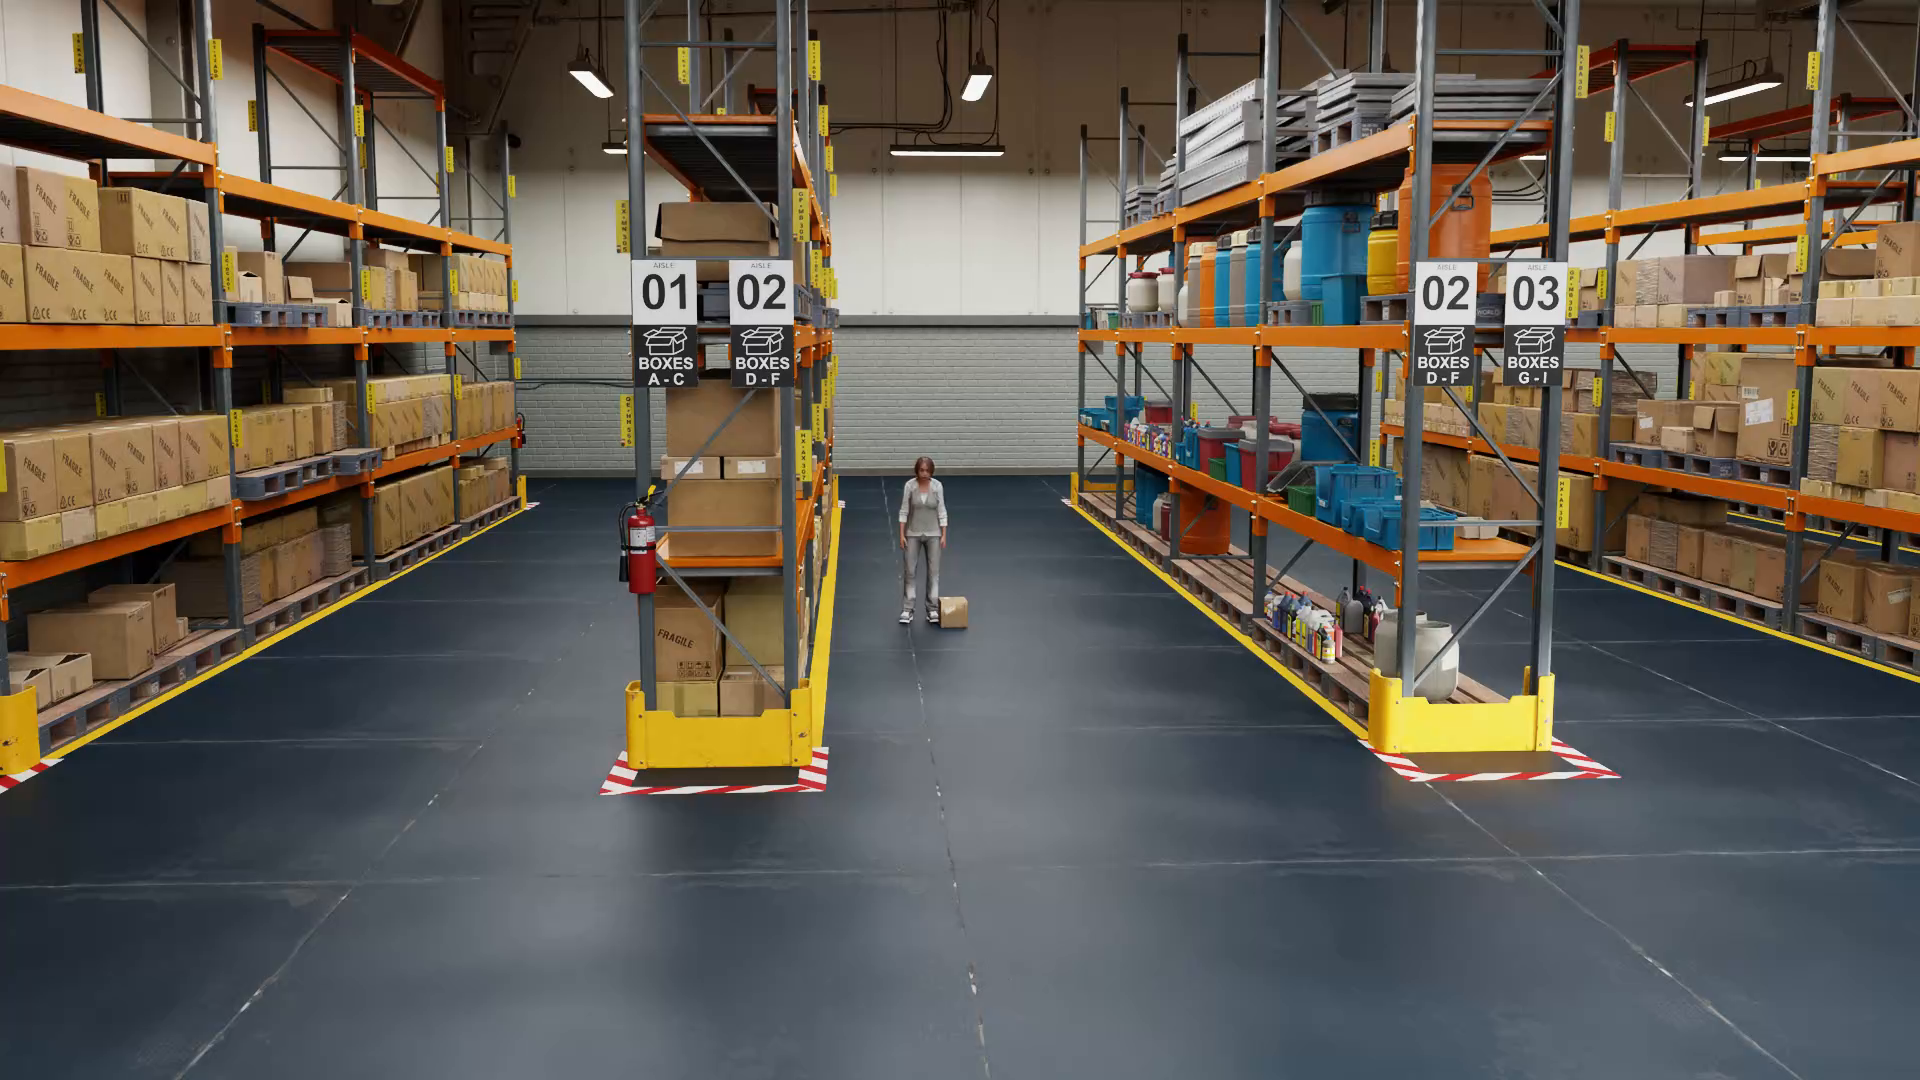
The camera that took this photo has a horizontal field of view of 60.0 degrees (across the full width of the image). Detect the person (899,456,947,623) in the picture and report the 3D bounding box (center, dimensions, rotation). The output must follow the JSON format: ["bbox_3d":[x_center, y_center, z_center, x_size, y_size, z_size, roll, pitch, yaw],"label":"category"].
[{"bbox_3d":[-0.355,-0.010,15.886,0.465,1.592,0.347,0,7,-3],"label":"person"}]
